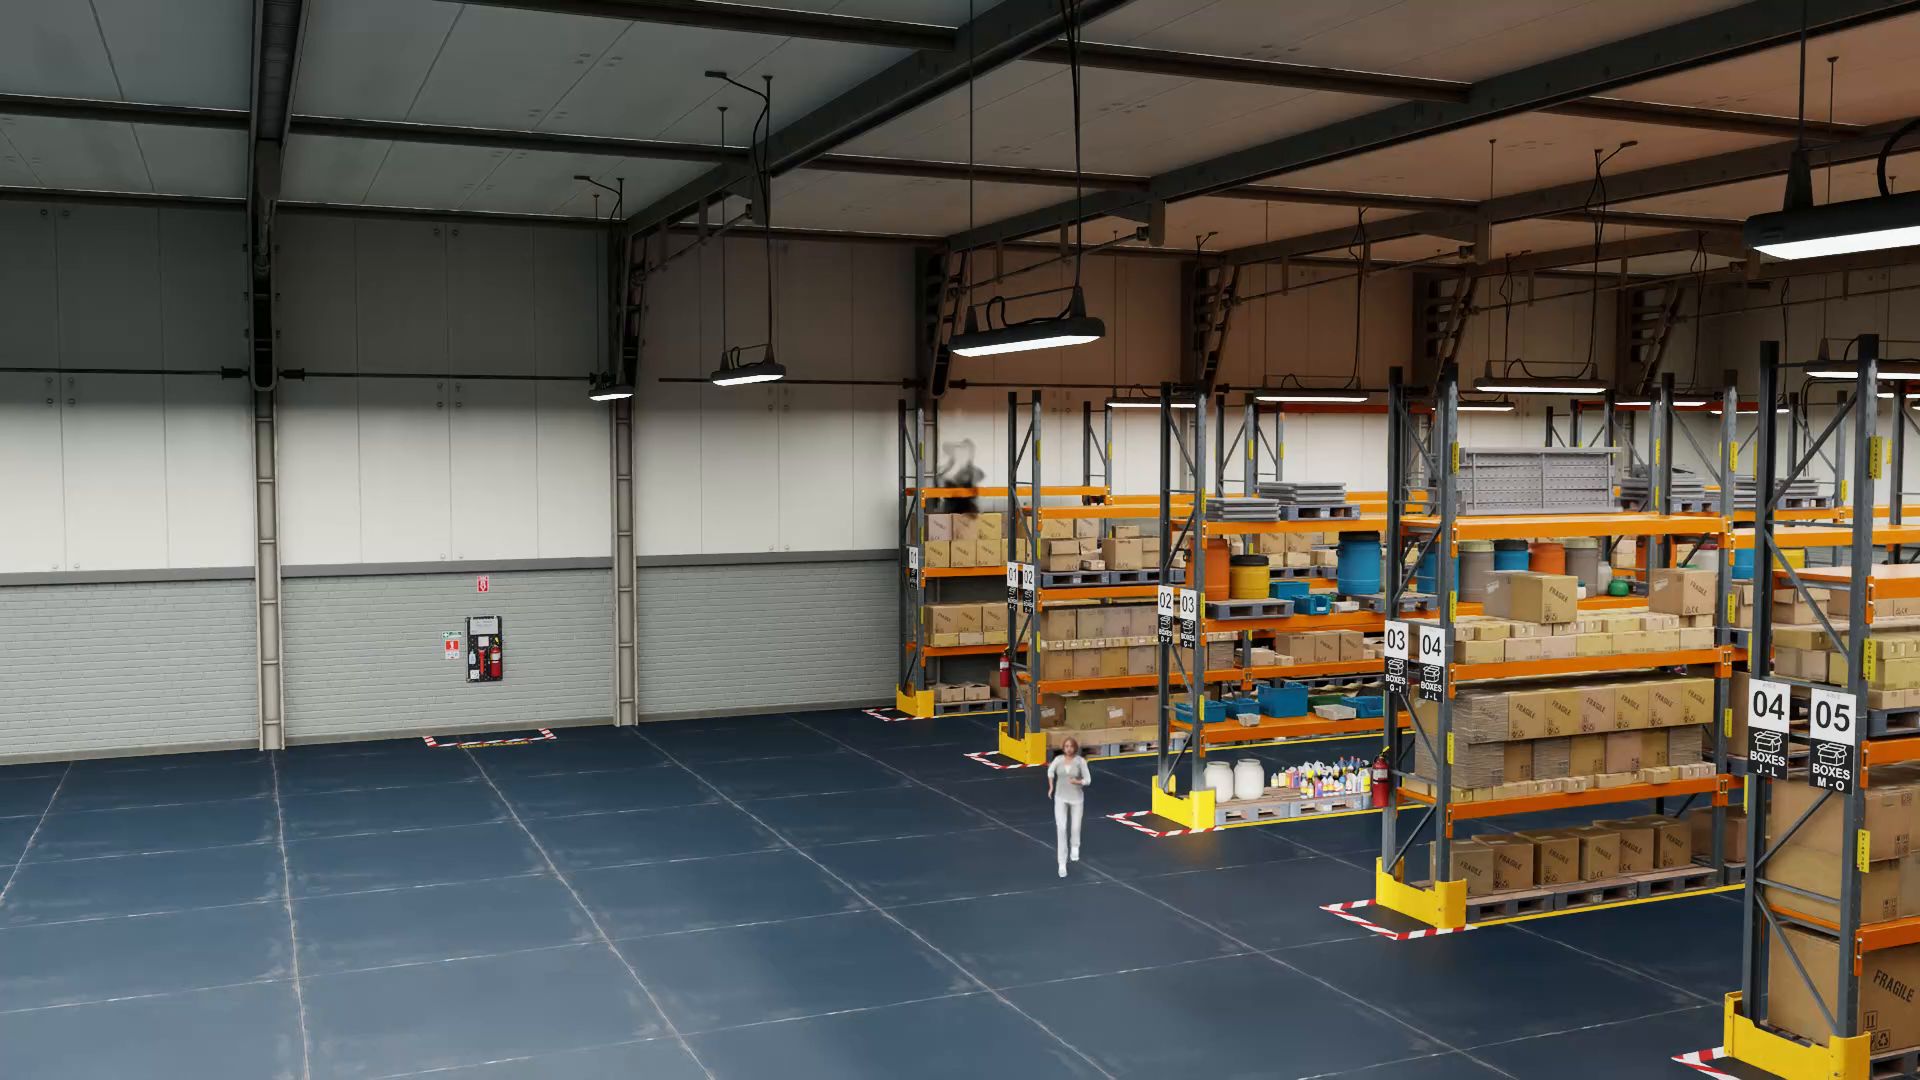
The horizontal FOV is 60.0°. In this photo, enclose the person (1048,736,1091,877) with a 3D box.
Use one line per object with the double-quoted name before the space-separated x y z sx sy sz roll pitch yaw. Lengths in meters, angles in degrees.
"person" 1.315 3.167 20.058 0.527 1.608 0.852 0 3 6
